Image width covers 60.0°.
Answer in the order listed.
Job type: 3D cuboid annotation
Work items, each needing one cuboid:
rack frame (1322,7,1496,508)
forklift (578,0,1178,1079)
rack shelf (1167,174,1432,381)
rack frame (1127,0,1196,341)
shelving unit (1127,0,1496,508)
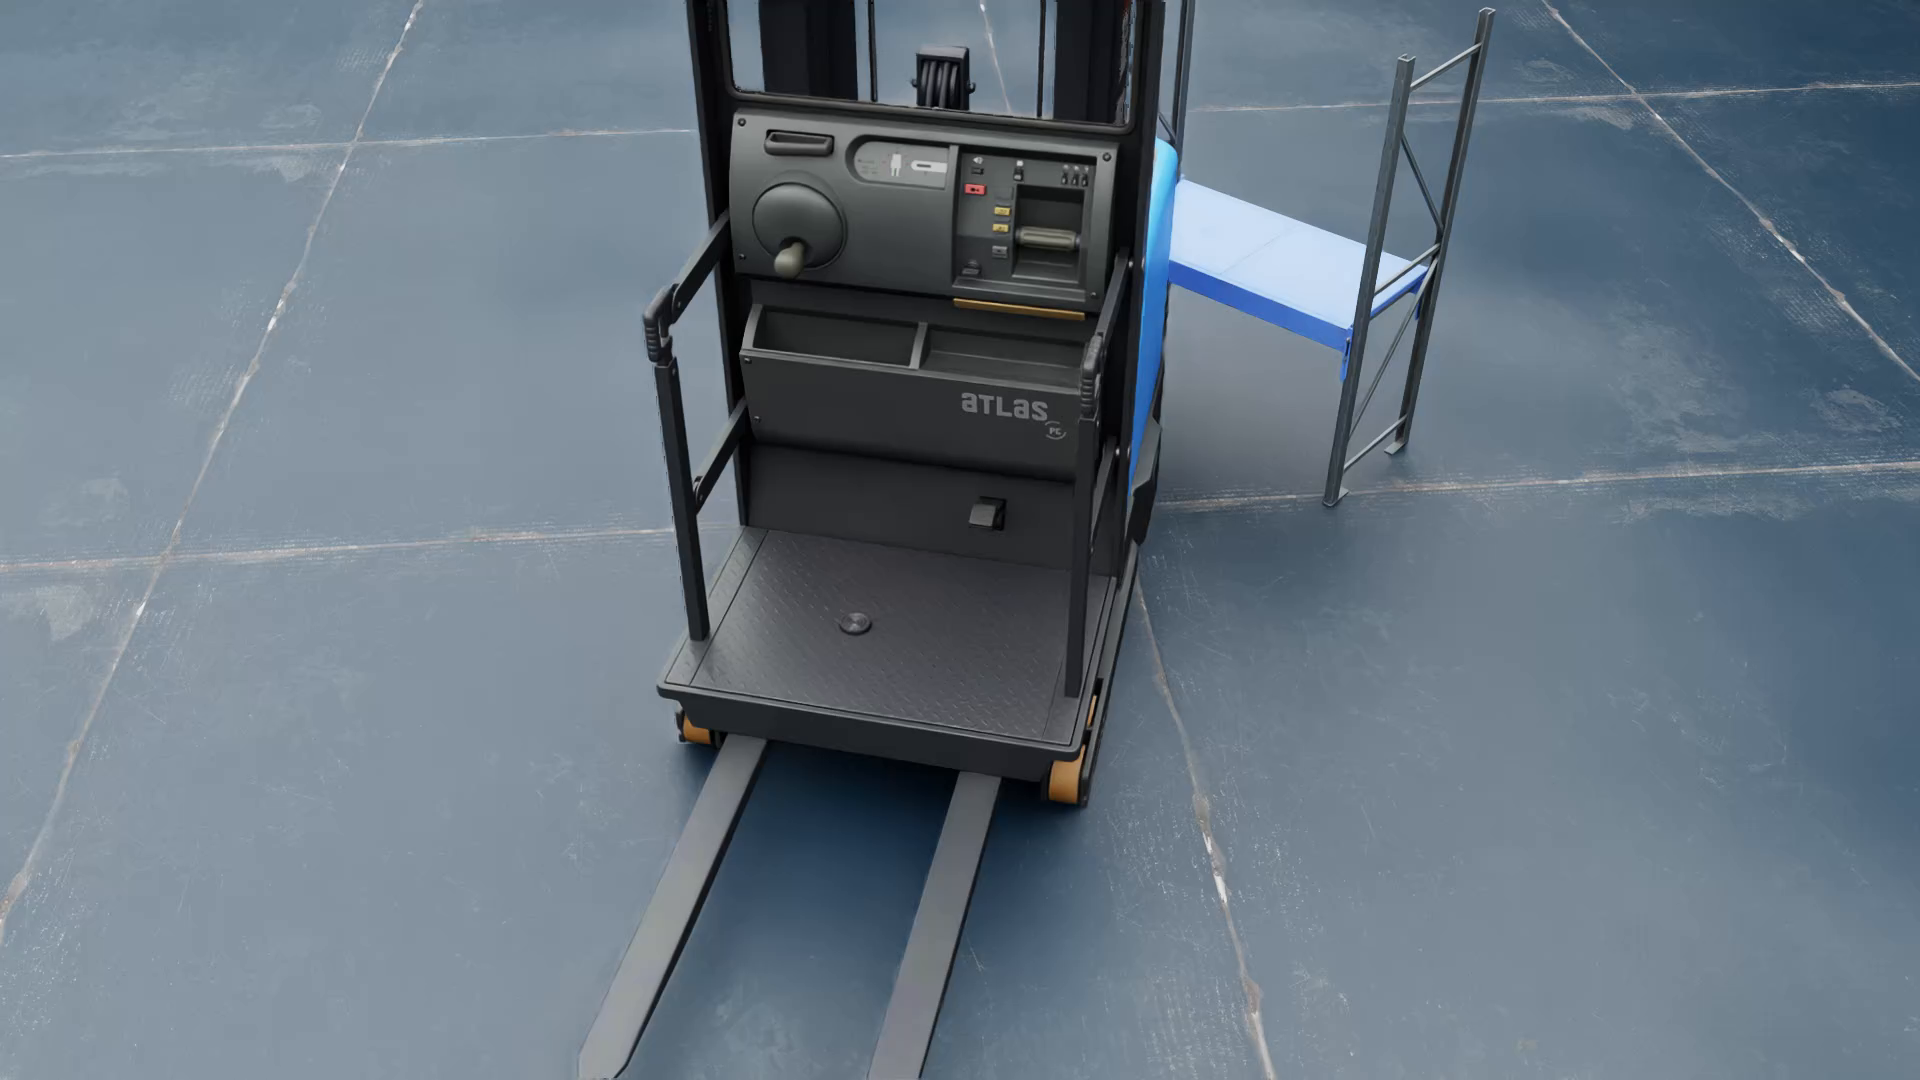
[{"bbox_3d":[1.353,-0.815,5.073,0.032,1.500,0.500,29,46,31],"label":"rack frame"},{"bbox_3d":[-0.142,-0.715,3.790,1.130,2.935,3.031,8,39,10],"label":"forklift"},{"bbox_3d":[0.973,-0.883,5.448,1.000,0.185,0.538,29,46,31],"label":"rack shelf"},{"bbox_3d":[0.592,-1.233,5.601,0.032,1.500,0.500,29,46,31],"label":"rack frame"},{"bbox_3d":[0.973,-1.024,5.337,1.048,1.500,0.538,29,46,31],"label":"shelving unit"}]
